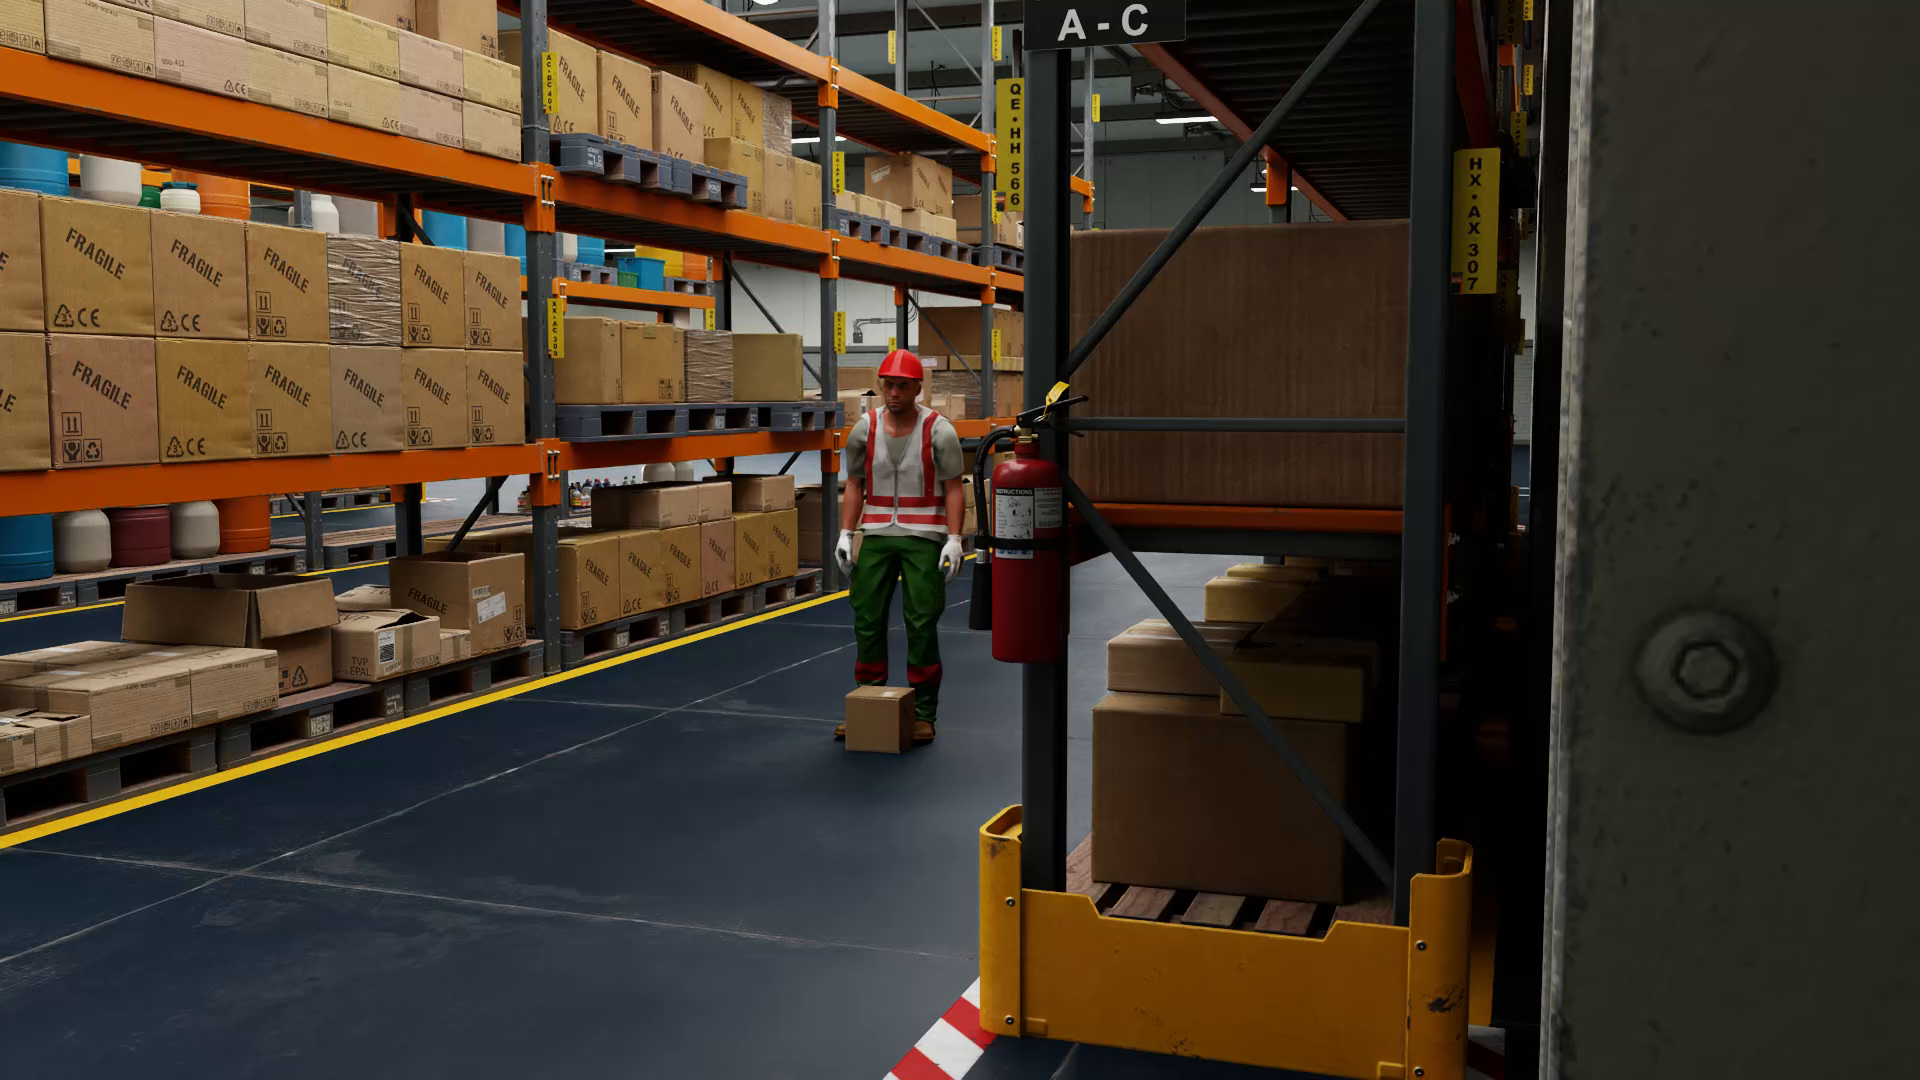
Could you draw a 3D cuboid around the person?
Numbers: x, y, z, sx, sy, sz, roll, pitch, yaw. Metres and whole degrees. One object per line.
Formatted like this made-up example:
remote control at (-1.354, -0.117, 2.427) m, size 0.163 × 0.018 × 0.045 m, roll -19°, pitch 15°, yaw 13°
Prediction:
person at (-0.275, 0.024, 7.590) m, size 0.611 × 1.778 × 0.451 m, roll 1°, pitch 5°, yaw 15°
